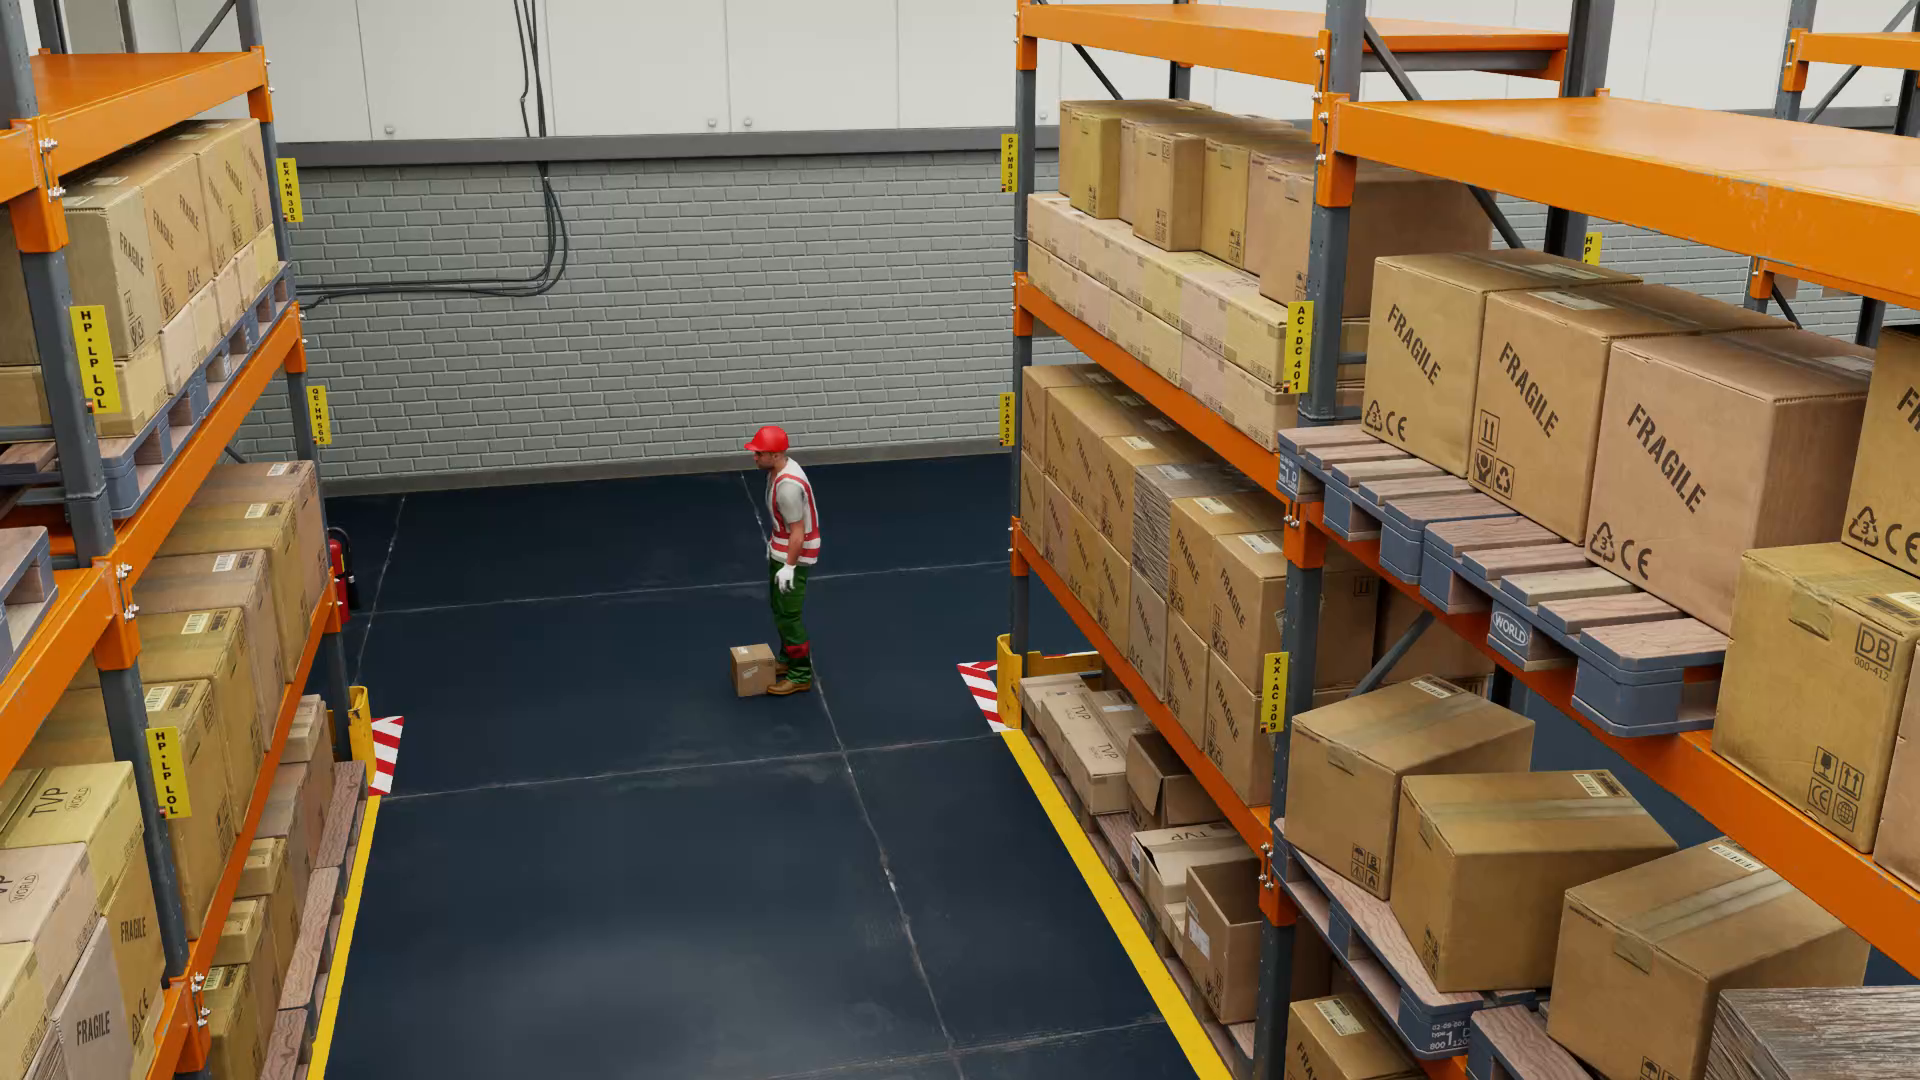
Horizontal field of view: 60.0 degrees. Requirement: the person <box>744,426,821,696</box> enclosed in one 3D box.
[{"bbox_3d":[-1.135,0.115,10.721,0.453,1.778,0.606,-4,20,-12],"label":"person"}]
